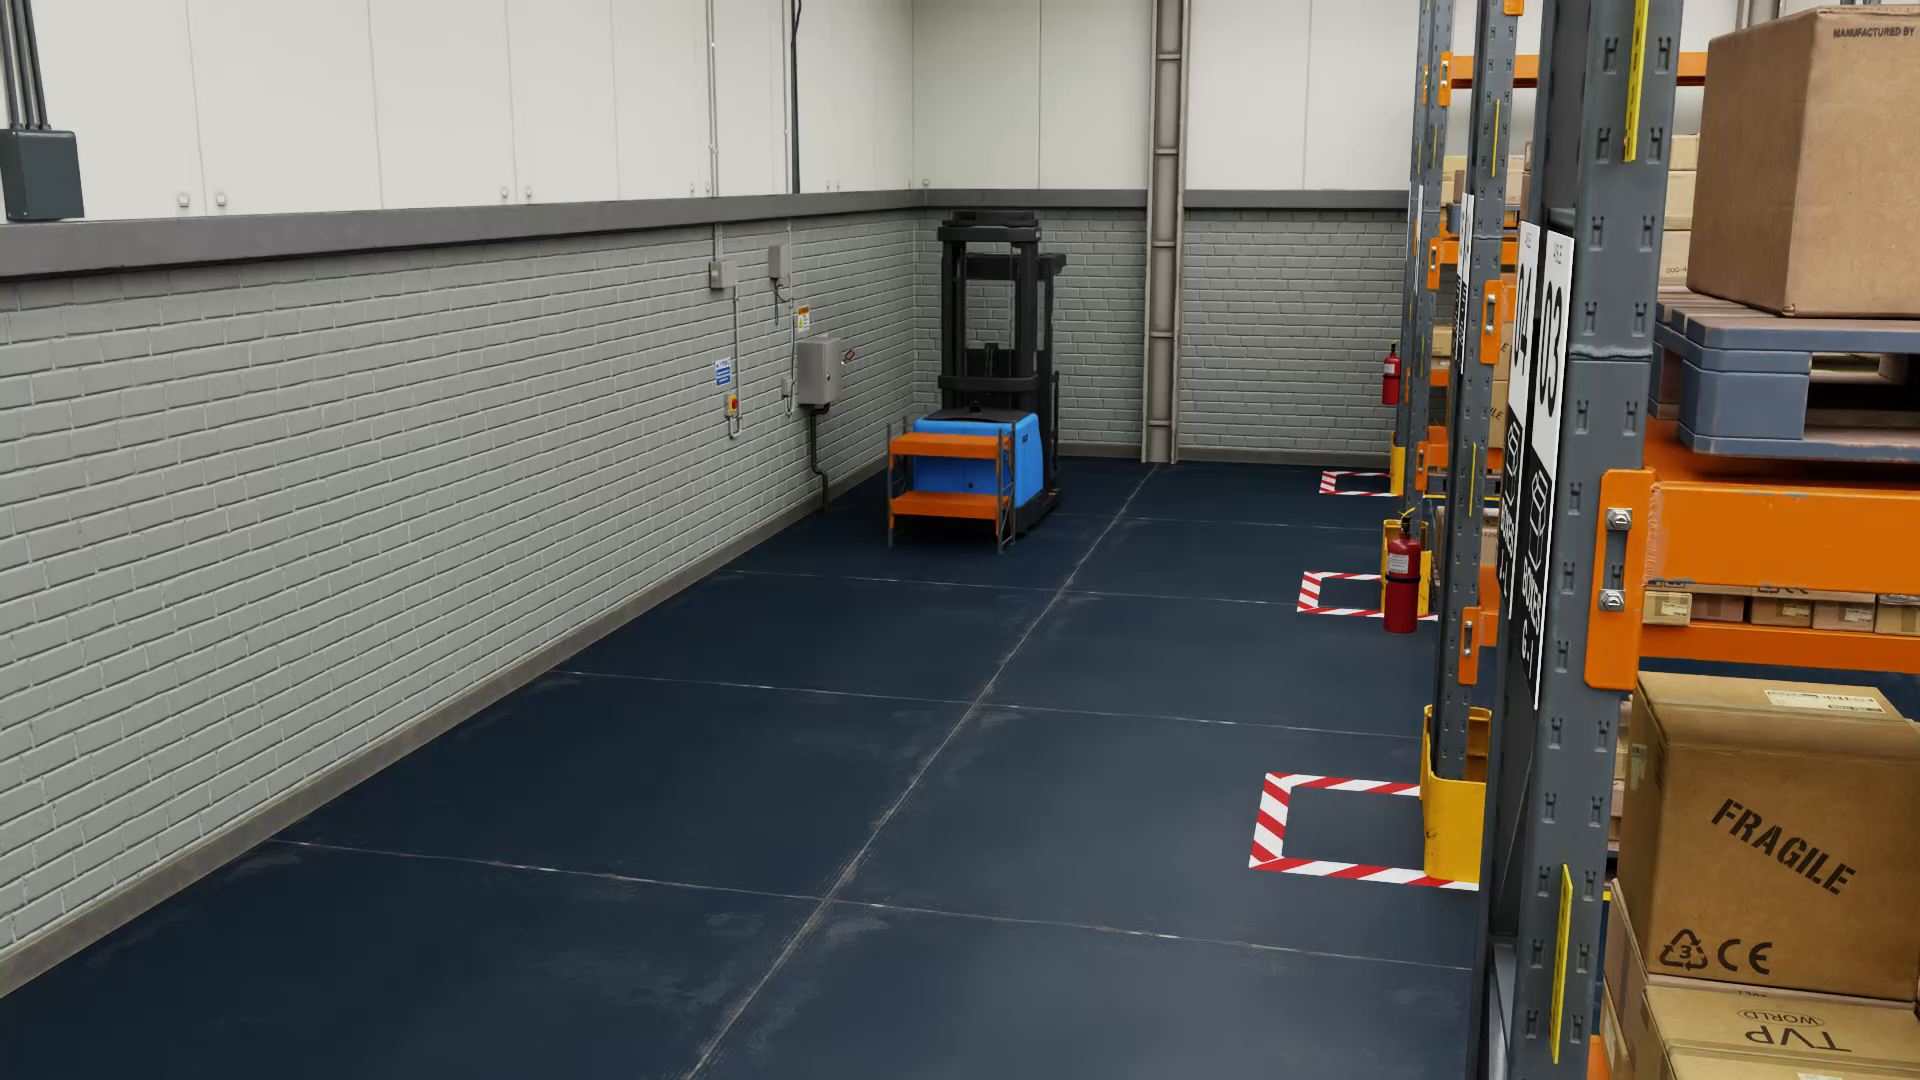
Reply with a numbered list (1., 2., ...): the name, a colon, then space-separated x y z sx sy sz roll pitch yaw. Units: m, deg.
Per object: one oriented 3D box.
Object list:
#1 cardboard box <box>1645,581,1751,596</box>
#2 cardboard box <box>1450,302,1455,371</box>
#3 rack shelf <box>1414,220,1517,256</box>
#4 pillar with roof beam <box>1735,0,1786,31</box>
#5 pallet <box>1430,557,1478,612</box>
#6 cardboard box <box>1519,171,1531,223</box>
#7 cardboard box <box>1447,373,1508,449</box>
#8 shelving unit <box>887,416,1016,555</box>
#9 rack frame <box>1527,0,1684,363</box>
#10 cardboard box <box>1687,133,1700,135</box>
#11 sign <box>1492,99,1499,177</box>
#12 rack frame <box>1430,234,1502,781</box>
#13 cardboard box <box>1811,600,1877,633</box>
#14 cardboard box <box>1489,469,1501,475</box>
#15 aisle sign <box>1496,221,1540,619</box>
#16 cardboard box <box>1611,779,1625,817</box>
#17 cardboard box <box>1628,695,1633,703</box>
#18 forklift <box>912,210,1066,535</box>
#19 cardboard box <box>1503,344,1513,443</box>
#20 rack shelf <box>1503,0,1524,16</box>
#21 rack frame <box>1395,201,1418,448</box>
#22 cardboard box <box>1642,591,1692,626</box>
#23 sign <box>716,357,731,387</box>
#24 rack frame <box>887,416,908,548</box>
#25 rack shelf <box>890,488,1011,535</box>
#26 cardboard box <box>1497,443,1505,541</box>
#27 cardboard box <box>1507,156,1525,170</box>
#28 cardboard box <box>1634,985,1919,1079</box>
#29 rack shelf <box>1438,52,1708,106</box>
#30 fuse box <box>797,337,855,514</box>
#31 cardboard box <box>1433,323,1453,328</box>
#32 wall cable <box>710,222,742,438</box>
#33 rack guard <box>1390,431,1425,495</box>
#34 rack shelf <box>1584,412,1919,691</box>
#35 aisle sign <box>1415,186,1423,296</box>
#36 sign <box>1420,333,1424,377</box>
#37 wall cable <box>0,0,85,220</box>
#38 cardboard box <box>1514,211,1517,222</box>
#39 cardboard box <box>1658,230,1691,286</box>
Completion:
1. cardboard box: 3.350 -0.056 7.644 0.500 0.500 0.500 3 13 14
2. cardboard box: 4.067 -1.574 12.864 0.500 0.500 0.500 4 13 15
3. rack shelf: 6.670 -3.066 16.861 4.000 0.370 1.077 3 13 14
4. pillar with roof beam: 7.120 -4.098 12.927 0.400 9.000 9.100 3 13 14
5. pallet: 4.337 0.374 13.060 1.213 0.211 1.003 3 13 14
6. cardboard box: 2.963 -1.631 7.926 0.500 0.250 0.500 3 13 12
7. cardboard box: 3.940 -0.976 12.475 0.500 0.500 0.500 3 13 13
8. shelving unit: -0.074 -0.498 14.880 1.048 1.125 0.538 4 13 16
9. rack frame: 1.168 -1.857 2.828 0.127 3.000 1.000 3 13 14
10. cardboard box: 5.464 -2.643 11.865 0.500 0.500 0.500 3 13 15
11. sign: 2.325 -1.743 7.221 0.005 0.325 0.100 3 13 14
12. rack frame: 2.454 0.034 8.155 0.127 3.000 1.000 3 13 14
13. cardboard box: 3.970 0.295 7.560 0.250 0.149 0.380 3 13 12
14. cardboard box: 5.702 -0.787 17.470 0.250 0.149 0.380 3 13 11
15. aisle sign: 1.170 -0.264 3.497 0.004 0.787 0.394 3 13 14
16. cardboard box: 3.154 1.183 7.903 0.250 0.149 0.380 3 13 13
17. cardboard box: 3.541 0.916 8.417 0.250 0.149 0.380 3 13 12
18. forklift: 0.419 -1.756 16.380 1.130 2.935 3.031 3 13 14
19. cardboard box: 2.958 -0.677 8.132 0.500 0.500 0.500 3 13 12
20. rack shelf: 4.396 -2.438 7.116 4.000 0.370 1.077 3 13 14
21. rack frame: 4.728 -2.056 17.576 0.127 3.000 1.000 3 13 14
22. cardboard box: 3.196 0.272 7.662 0.250 0.149 0.380 3 13 12
23. sign: -2.009 -1.425 14.106 0.001 0.218 0.327 3 13 14
24. rack frame: -0.562 -0.529 15.019 0.032 1.125 0.500 4 13 16
25. rack shelf: -0.074 -0.259 14.933 1.000 0.278 0.538 4 13 16
26. cardboard box: 2.952 -0.191 8.251 0.500 0.500 0.500 3 13 15
27. cardboard box: 5.588 -3.730 16.702 0.500 0.250 0.500 3 13 13
28. cardboard box: 1.569 1.082 3.093 0.500 0.250 0.500 3 13 12
29. rack shelf: 5.484 -3.291 11.874 4.000 0.370 1.077 3 13 14
30. fuse box: -1.293 -1.105 16.264 0.414 1.711 0.539 3 13 14
31. cardboard box: 5.238 -2.160 17.704 0.500 0.250 0.500 3 13 15
32. wall cable: -1.938 -1.811 14.054 0.123 1.953 0.585 3 13 14
33. rack guard: 4.802 -0.832 17.829 0.348 0.500 1.175 3 13 14
34. rack shelf: 3.110 0.062 2.763 4.000 0.370 1.077 3 13 14
35. aisle sign: 3.403 -2.224 12.331 0.004 0.787 0.394 3 13 14
36. sign: 3.403 -1.357 12.243 0.005 0.325 0.100 3 13 14
37. wall cable: -3.496 -4.446 7.069 0.120 5.999 2.277 3 13 14
38. cardboard box: 5.705 -3.273 16.715 0.250 0.149 0.380 3 13 15
39. cardboard box: 3.339 -1.252 7.372 0.500 0.250 0.500 3 13 15
